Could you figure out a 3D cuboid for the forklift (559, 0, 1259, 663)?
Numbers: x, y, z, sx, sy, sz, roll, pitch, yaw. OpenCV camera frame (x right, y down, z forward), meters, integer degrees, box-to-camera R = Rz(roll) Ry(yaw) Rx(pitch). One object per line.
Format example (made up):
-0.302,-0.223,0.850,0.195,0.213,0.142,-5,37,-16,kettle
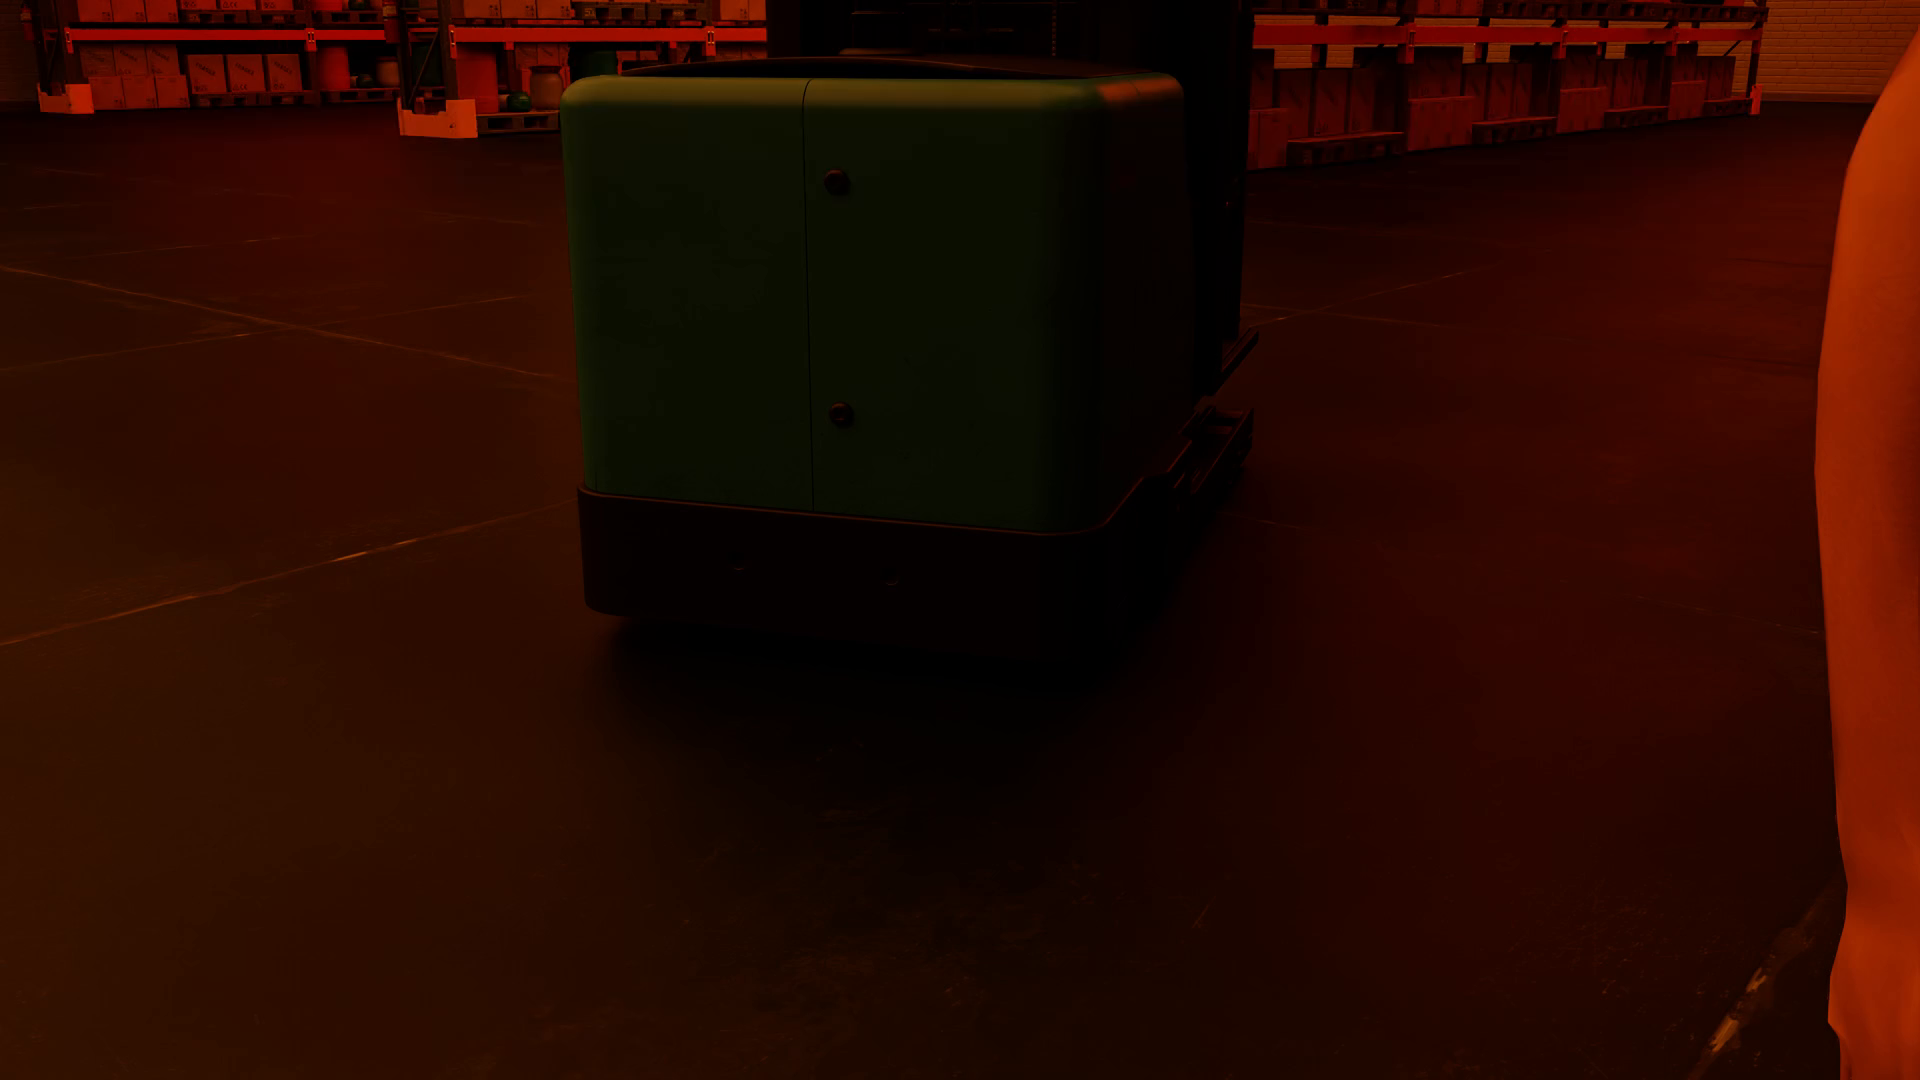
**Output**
0.182,-1.571,4.072,1.130,2.935,3.031,5,18,17,forklift
